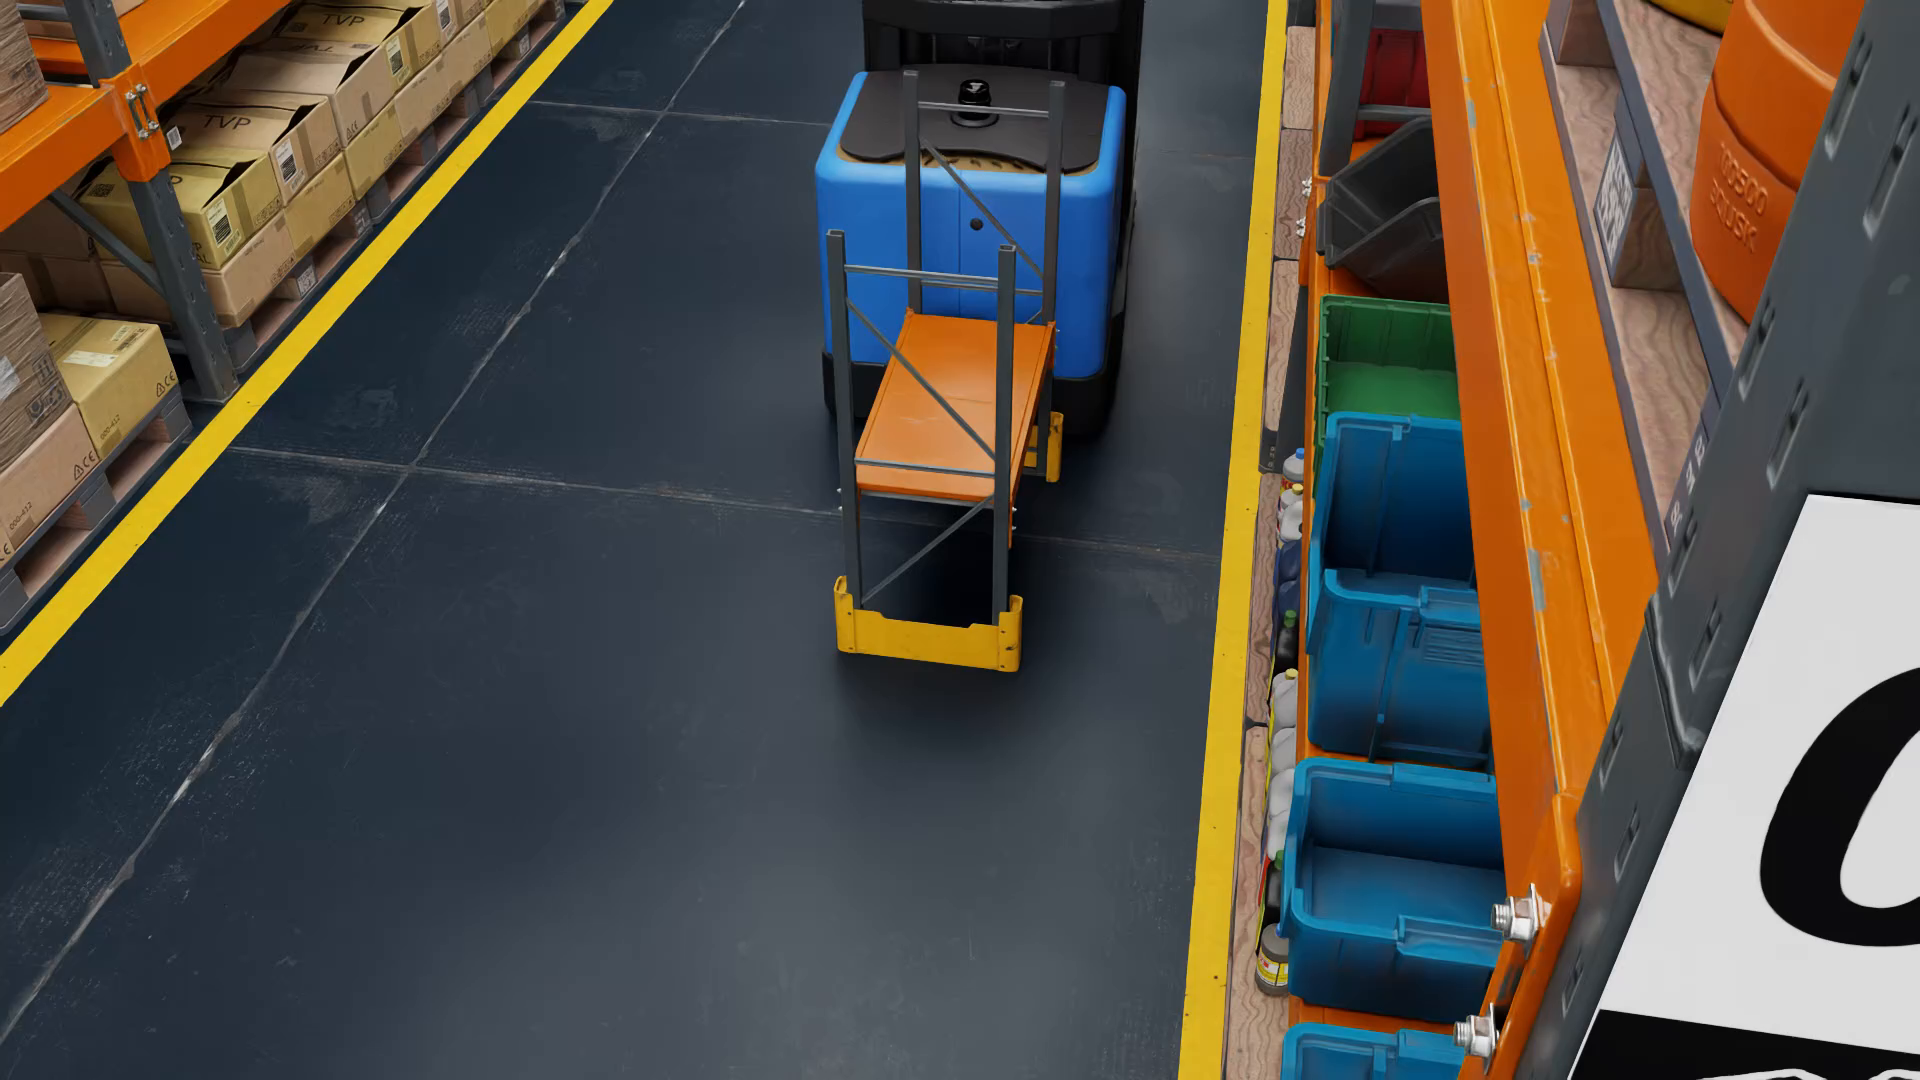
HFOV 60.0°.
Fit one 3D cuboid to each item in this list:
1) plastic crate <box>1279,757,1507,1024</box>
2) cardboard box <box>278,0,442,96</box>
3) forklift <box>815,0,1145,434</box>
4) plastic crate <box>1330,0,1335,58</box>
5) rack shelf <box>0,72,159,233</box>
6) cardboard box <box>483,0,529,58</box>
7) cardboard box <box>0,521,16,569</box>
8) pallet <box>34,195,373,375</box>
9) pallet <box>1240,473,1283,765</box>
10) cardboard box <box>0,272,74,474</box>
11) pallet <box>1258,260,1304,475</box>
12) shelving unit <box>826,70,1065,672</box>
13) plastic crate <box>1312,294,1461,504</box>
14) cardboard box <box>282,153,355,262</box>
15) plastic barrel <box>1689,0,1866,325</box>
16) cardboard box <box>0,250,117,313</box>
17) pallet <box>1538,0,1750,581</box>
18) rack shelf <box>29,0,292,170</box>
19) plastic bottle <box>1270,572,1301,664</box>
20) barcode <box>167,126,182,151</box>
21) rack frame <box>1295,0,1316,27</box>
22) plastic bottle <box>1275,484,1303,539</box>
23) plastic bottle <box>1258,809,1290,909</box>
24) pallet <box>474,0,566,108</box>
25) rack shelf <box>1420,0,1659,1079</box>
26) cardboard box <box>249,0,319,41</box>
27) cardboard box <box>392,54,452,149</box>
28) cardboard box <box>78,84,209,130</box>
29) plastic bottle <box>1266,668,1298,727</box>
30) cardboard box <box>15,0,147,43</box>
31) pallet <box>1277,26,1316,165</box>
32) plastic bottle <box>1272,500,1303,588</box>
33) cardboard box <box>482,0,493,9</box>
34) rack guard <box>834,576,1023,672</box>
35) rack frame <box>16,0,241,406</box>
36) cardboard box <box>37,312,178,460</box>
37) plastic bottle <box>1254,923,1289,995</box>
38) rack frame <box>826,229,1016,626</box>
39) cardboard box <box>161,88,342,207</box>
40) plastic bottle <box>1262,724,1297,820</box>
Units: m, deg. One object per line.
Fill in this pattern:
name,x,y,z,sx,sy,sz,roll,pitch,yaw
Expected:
plastic crate,0.798,0.598,2.789,0.499,0.251,0.408,6,40,8
cardboard box,-2.716,-2.279,7.541,0.500,0.311,0.500,7,40,9
forklift,0.200,-2.454,6.418,1.130,2.935,3.031,5,40,6
plastic crate,1.465,-1.936,5.750,0.392,0.384,0.575,6,40,8
rack shelf,-3.644,-0.232,4.241,1.077,0.370,4.000,6,40,8
cardboard box,-2.542,-2.696,8.485,0.500,0.250,0.500,6,40,7
cardboard box,-3.331,0.077,5.131,0.500,0.250,0.500,6,40,8
pallet,-3.209,-1.156,6.982,1.003,0.211,1.213,6,40,8
pallet,1.423,0.276,5.250,1.003,0.211,1.213,6,40,8
cardboard box,-3.261,-0.528,5.274,0.500,0.500,0.500,6,40,8
pallet,1.678,-0.638,6.356,1.003,0.211,1.213,6,40,8
shelving unit,-0.013,-0.530,5.214,0.587,1.500,1.083,6,40,8
plastic crate,1.067,-0.313,3.941,0.450,0.188,0.662,6,40,8
cardboard box,-2.894,-1.413,6.933,0.500,0.250,0.500,7,40,9
plastic barrel,0.847,-0.508,0.989,0.600,0.830,0.708,6,40,8
cardboard box,-3.512,-1.158,6.625,0.500,0.250,0.500,6,40,7
pallet,1.128,-0.297,1.549,1.003,0.211,1.213,6,40,8
rack shelf,-2.952,-2.742,7.277,1.077,0.370,4.000,6,40,8
plastic bottle,0.999,0.215,4.869,0.144,0.351,0.185,5,40,6
barcode,-2.844,-1.454,6.018,0.001,0.075,0.075,6,40,8
rack frame,2.272,-3.726,7.902,1.000,3.000,0.127,6,40,8
plastic bottle,1.076,-0.091,5.357,0.097,0.201,0.097,0,40,0
plastic bottle,0.845,0.819,4.198,0.152,0.276,0.135,7,40,8
pallet,-2.786,-2.687,8.835,1.003,0.211,1.213,6,40,8
rack shelf,1.234,-0.839,2.621,1.077,0.370,4.000,6,40,8
cardboard box,-3.247,-2.323,7.594,0.500,0.311,0.500,6,40,7
cardboard box,-2.718,-2.057,7.712,0.500,0.250,0.500,7,40,9
cardboard box,-3.426,-1.695,6.835,0.500,0.311,0.500,7,40,9
plastic bottle,0.927,0.448,4.705,0.097,0.201,0.097,0,40,0
cardboard box,-3.256,-2.020,5.957,0.500,0.250,0.500,9,40,10
pallet,2.100,-2.169,8.208,1.003,0.211,1.213,6,40,8
plastic bottle,1.064,0.022,5.161,0.152,0.276,0.135,8,40,9
cardboard box,-2.537,-2.910,8.304,0.500,0.311,0.500,6,40,7
rack guard,-0.099,0.264,5.234,0.587,0.250,0.087,6,40,8
rack frame,-3.298,-1.764,5.530,1.000,3.000,0.127,6,40,8
cardboard box,-3.163,-0.551,5.891,0.500,0.250,0.500,6,40,8
plastic bottle,0.774,1.003,4.034,0.097,0.201,0.097,0,40,0
rack frame,-0.103,-0.205,4.821,0.500,1.500,0.032,6,40,8
cardboard box,-2.889,-1.628,6.753,0.500,0.311,0.500,6,40,7
plastic bottle,0.893,0.599,4.405,0.144,0.351,0.185,8,40,10
